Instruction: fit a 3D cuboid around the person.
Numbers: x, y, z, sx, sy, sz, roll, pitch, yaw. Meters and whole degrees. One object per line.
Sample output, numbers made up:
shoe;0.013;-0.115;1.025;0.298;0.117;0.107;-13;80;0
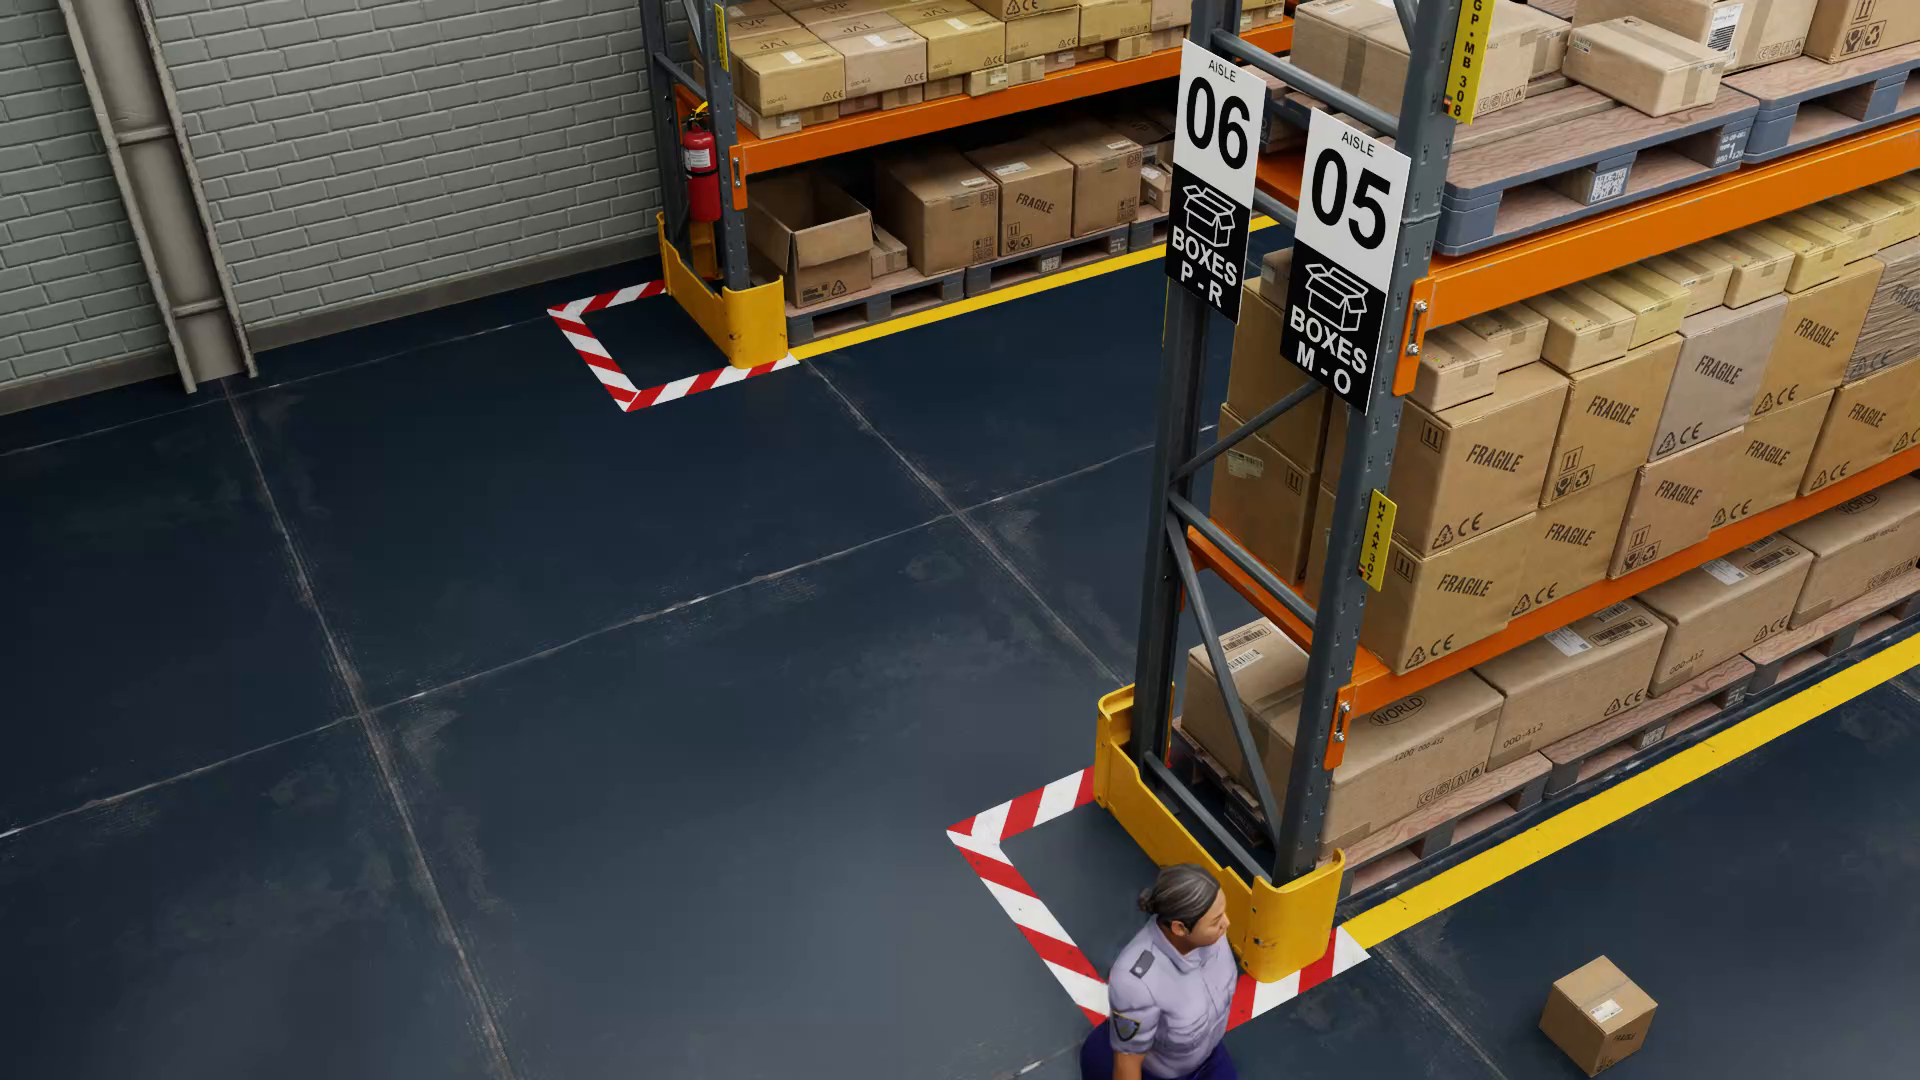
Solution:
person;0.592;1.554;4.858;0.541;1.660;0.426;-31;47;-34
